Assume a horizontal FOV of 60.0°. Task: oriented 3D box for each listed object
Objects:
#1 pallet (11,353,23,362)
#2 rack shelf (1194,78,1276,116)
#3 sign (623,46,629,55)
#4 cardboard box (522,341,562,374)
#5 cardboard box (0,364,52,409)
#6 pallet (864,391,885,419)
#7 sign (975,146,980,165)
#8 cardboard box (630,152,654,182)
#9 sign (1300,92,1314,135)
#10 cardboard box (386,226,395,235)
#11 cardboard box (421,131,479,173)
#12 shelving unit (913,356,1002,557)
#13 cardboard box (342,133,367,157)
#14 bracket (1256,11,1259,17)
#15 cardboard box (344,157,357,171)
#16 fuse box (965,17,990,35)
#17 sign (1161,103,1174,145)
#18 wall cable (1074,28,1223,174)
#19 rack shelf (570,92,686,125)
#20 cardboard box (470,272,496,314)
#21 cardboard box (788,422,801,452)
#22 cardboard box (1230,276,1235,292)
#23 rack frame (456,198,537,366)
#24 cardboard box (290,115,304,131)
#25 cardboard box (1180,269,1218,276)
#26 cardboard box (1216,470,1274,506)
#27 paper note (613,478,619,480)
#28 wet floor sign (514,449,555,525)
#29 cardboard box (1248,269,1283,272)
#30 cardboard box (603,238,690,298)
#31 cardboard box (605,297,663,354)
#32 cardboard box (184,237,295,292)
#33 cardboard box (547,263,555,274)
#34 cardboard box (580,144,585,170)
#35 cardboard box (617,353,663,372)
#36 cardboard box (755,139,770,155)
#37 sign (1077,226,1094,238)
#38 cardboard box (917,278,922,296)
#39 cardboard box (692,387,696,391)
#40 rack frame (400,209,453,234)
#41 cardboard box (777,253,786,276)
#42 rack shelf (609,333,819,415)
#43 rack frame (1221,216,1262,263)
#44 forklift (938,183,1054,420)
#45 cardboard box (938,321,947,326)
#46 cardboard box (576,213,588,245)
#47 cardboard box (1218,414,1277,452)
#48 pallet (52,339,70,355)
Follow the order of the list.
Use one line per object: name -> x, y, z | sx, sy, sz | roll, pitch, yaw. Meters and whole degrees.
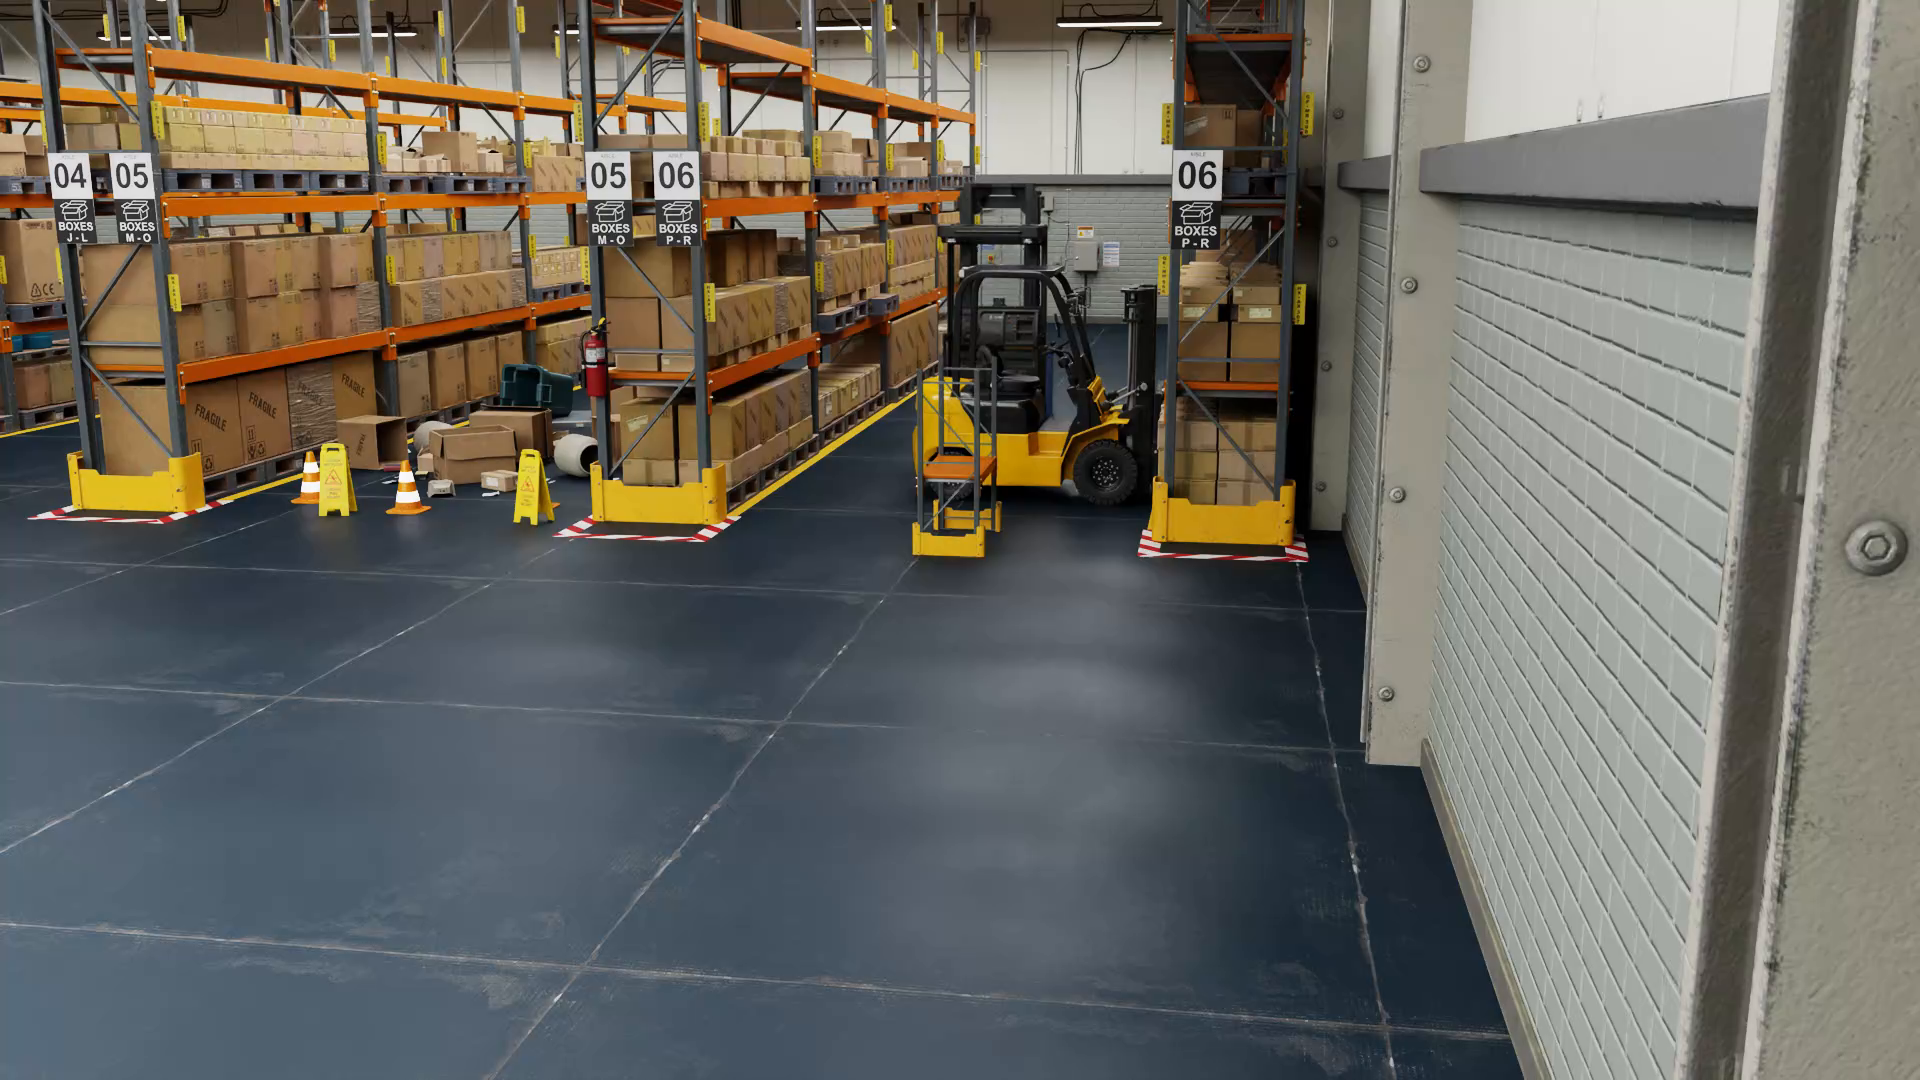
pallet -> -15.878, -2.840, 26.669 | 1.003, 0.211, 1.213 | 2, 12, 9
rack shelf -> 3.136, -5.112, 19.010 | 1.077, 0.370, 4.000 | 2, 12, 9
sign -> -5.204, -7.725, 25.884 | 0.100, 0.325, 0.005 | 2, 12, 9
cardboard box -> -6.008, -2.564, 23.709 | 0.500, 0.500, 0.500 | 1, 12, 6
cardboard box -> -11.754, -1.911, 20.631 | 0.700, 0.500, 0.500 | 1, 12, 4
pallet -> -1.584, -1.777, 21.737 | 1.003, 0.211, 1.213 | 2, 12, 9
sign -> 0.302, -6.808, 29.430 | 0.100, 0.325, 0.005 | 2, 12, 9
cardboard box -> -2.880, -3.291, 14.674 | 0.500, 0.250, 0.500 | 2, 12, 8
sign -> 2.760, -3.390, 13.223 | 0.100, 0.325, 0.005 | 2, 12, 9
cardboard box -> -10.154, -5.197, 28.859 | 0.500, 0.500, 0.500 | 1, 12, 7
cardboard box -> -6.359, -4.840, 20.742 | 0.500, 0.500, 0.500 | 2, 12, 9
shelving unit -> -0.012, -0.717, 13.762 | 0.587, 1.500, 1.083 | 2, 12, 9
cardboard box -> -6.806, -4.291, 18.081 | 0.500, 0.250, 0.500 | 2, 12, 8
bracket -> 6.056, -10.624, 33.384 | 0.235, 0.232, 0.430 | 2, 12, 9
cardboard box -> -6.762, -4.068, 17.994 | 0.380, 0.149, 0.250 | 2, 12, 10
fuse box -> 0.358, -10.642, 34.419 | 0.513, 0.334, 0.176 | 2, 12, 9
sign -> 1.679, -3.358, 13.422 | 0.100, 0.325, 0.005 | 2, 12, 9
wall cable -> 3.854, -8.989, 34.256 | 2.988, 3.039, 0.133 | 2, 12, 9
rack shelf -> -5.446, -7.270, 28.085 | 1.077, 0.370, 4.000 | 2, 12, 9
cardboard box -> -6.328, -3.181, 21.394 | 0.500, 0.500, 0.500 | 2, 12, 8
cardboard box -> -1.974, -1.088, 17.453 | 0.500, 0.250, 0.500 | 2, 12, 7
cardboard box -> 3.094, -2.742, 17.820 | 0.380, 0.149, 0.250 | 2, 12, 7
rack frame -> -6.369, -3.442, 22.845 | 1.000, 3.000, 0.127 | 2, 12, 9
cardboard box -> -6.920, -4.248, 16.933 | 0.380, 0.149, 0.250 | 2, 12, 8
cardboard box -> 2.363, -2.604, 16.471 | 0.380, 0.149, 0.250 | 2, 12, 10
cardboard box -> 2.482, -0.434, 14.419 | 0.500, 0.250, 0.500 | 2, 12, 9
paper note -> -3.520, -0.620, 16.800 | 0.142, 0.019, 0.148 | -2, 12, -11
wet floor sign -> -3.779, -0.482, 14.696 | 0.267, 0.644, 0.232 | 7, 14, 28
cardboard box -> 2.994, -2.585, 16.383 | 0.380, 0.149, 0.250 | 2, 12, 8
cardboard box -> -2.829, -2.434, 14.850 | 0.700, 0.500, 0.500 | 2, 12, 7
cardboard box -> -2.881, -1.954, 14.995 | 0.500, 0.500, 0.500 | 2, 12, 8
cardboard box -> -7.337, -2.798, 16.938 | 0.875, 0.550, 0.500 | 2, 12, 9
cardboard box -> -6.018, -3.876, 23.753 | 0.380, 0.149, 0.250 | 1, 12, 7
cardboard box -> -5.920, -5.920, 25.988 | 0.700, 0.500, 0.500 | 2, 12, 9
cardboard box -> -2.846, -1.599, 14.891 | 0.380, 0.149, 0.250 | 2, 12, 11
cardboard box -> -2.054, -3.804, 16.110 | 0.380, 0.149, 0.250 | 2, 12, 9
sign -> 2.643, -6.493, 35.040 | 0.339, 0.242, 0.001 | 2, 12, 9
cardboard box -> -0.843, -3.750, 24.630 | 0.500, 0.250, 0.500 | 2, 12, 7
cardboard box -> -2.753, -1.543, 16.243 | 0.380, 0.149, 0.250 | 2, 12, 11
rack frame -> -10.024, -5.289, 31.416 | 1.000, 3.000, 0.127 | 2, 12, 9
cardboard box -> -2.233, -2.973, 18.729 | 0.500, 0.500, 0.500 | 2, 12, 8
rack shelf -> -2.385, -1.702, 16.479 | 1.077, 0.370, 4.000 | 2, 12, 9
rack frame -> 4.058, -3.975, 25.319 | 1.000, 3.000, 0.127 | 2, 12, 9
forklift -> 0.366, -2.344, 17.914 | 1.130, 2.935, 3.031 | 2, 12, 8
cardboard box -> -0.507, -3.402, 27.743 | 0.875, 0.438, 0.875 | 2, 12, 7
cardboard box -> -5.948, -5.064, 27.056 | 0.500, 0.500, 0.500 | 1, 12, 7
cardboard box -> 2.474, -0.921, 14.304 | 0.500, 0.250, 0.500 | 2, 12, 8
pallet -> -15.458, -3.408, 29.306 | 1.003, 0.211, 1.213 | 2, 12, 9
